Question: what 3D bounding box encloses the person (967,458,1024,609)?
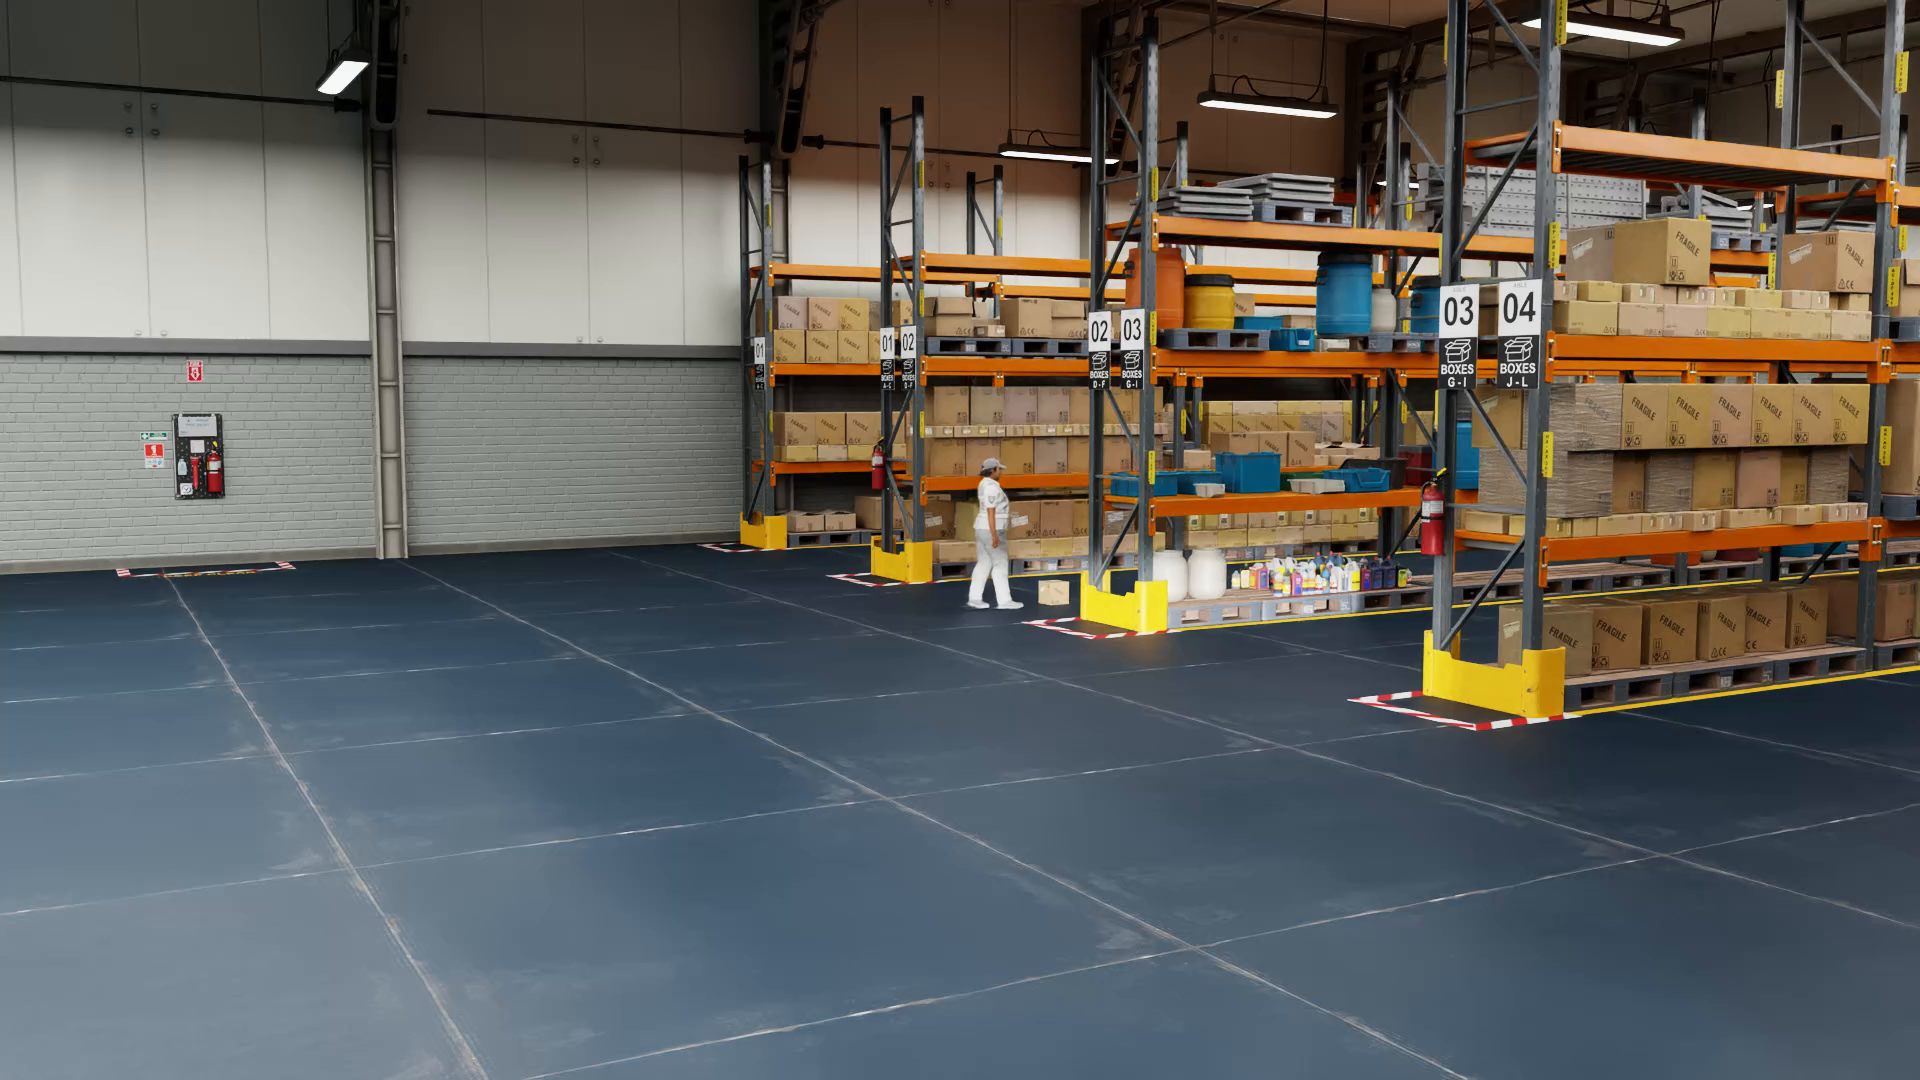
[{"bbox_3d":[0.397,-0.075,18.283,0.594,1.659,0.484,-1,5,-9],"label":"person"}]
